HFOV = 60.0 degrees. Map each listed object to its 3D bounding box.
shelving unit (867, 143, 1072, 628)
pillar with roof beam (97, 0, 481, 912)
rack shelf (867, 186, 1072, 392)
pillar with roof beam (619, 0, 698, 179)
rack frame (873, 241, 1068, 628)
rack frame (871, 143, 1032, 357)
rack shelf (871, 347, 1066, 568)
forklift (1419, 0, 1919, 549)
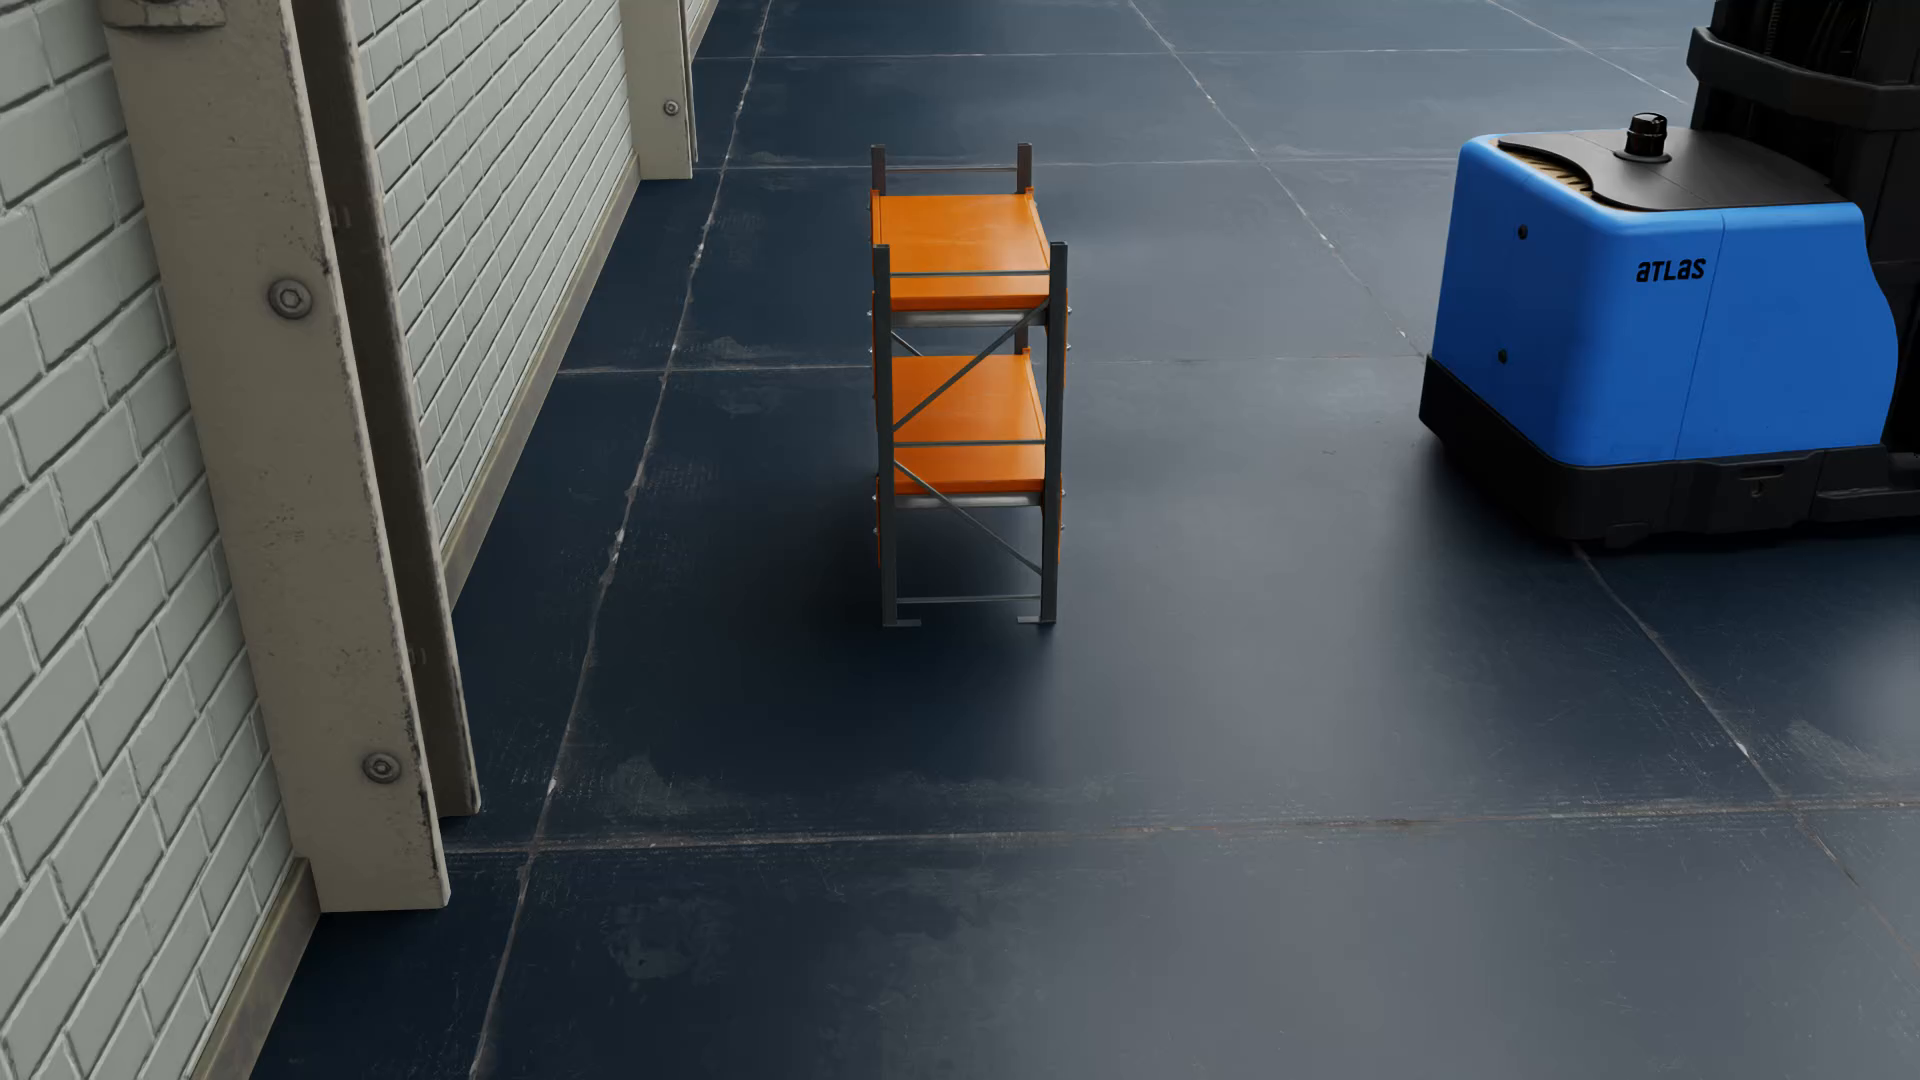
[{"bbox_3d":[0.000,-0.496,4.984,0.538,1.125,1.048,-1,28,-3],"label":"shelving unit"},{"bbox_3d":[2.994,-3.366,1.974,9.100,9.000,0.400,-1,28,-3],"label":"pillar with roof beam"},{"bbox_3d":[0.000,-0.755,4.849,0.538,0.278,1.000,-1,28,-3],"label":"rack shelf"},{"bbox_3d":[2.681,-6.137,7.286,9.100,9.000,0.400,-1,28,-3],"label":"pillar with roof beam"},{"bbox_3d":[0.027,-0.261,4.534,0.500,1.125,0.032,-1,28,-3],"label":"rack frame"},{"bbox_3d":[-0.026,-0.730,5.434,0.500,1.125,0.032,-1,28,-3],"label":"rack frame"},{"bbox_3d":[0.000,-0.279,5.097,0.538,0.278,1.000,-1,28,-3],"label":"rack shelf"},{"bbox_3d":[3.201,-1.588,5.126,3.031,2.935,1.130,-5,28,-9],"label":"forklift"}]
